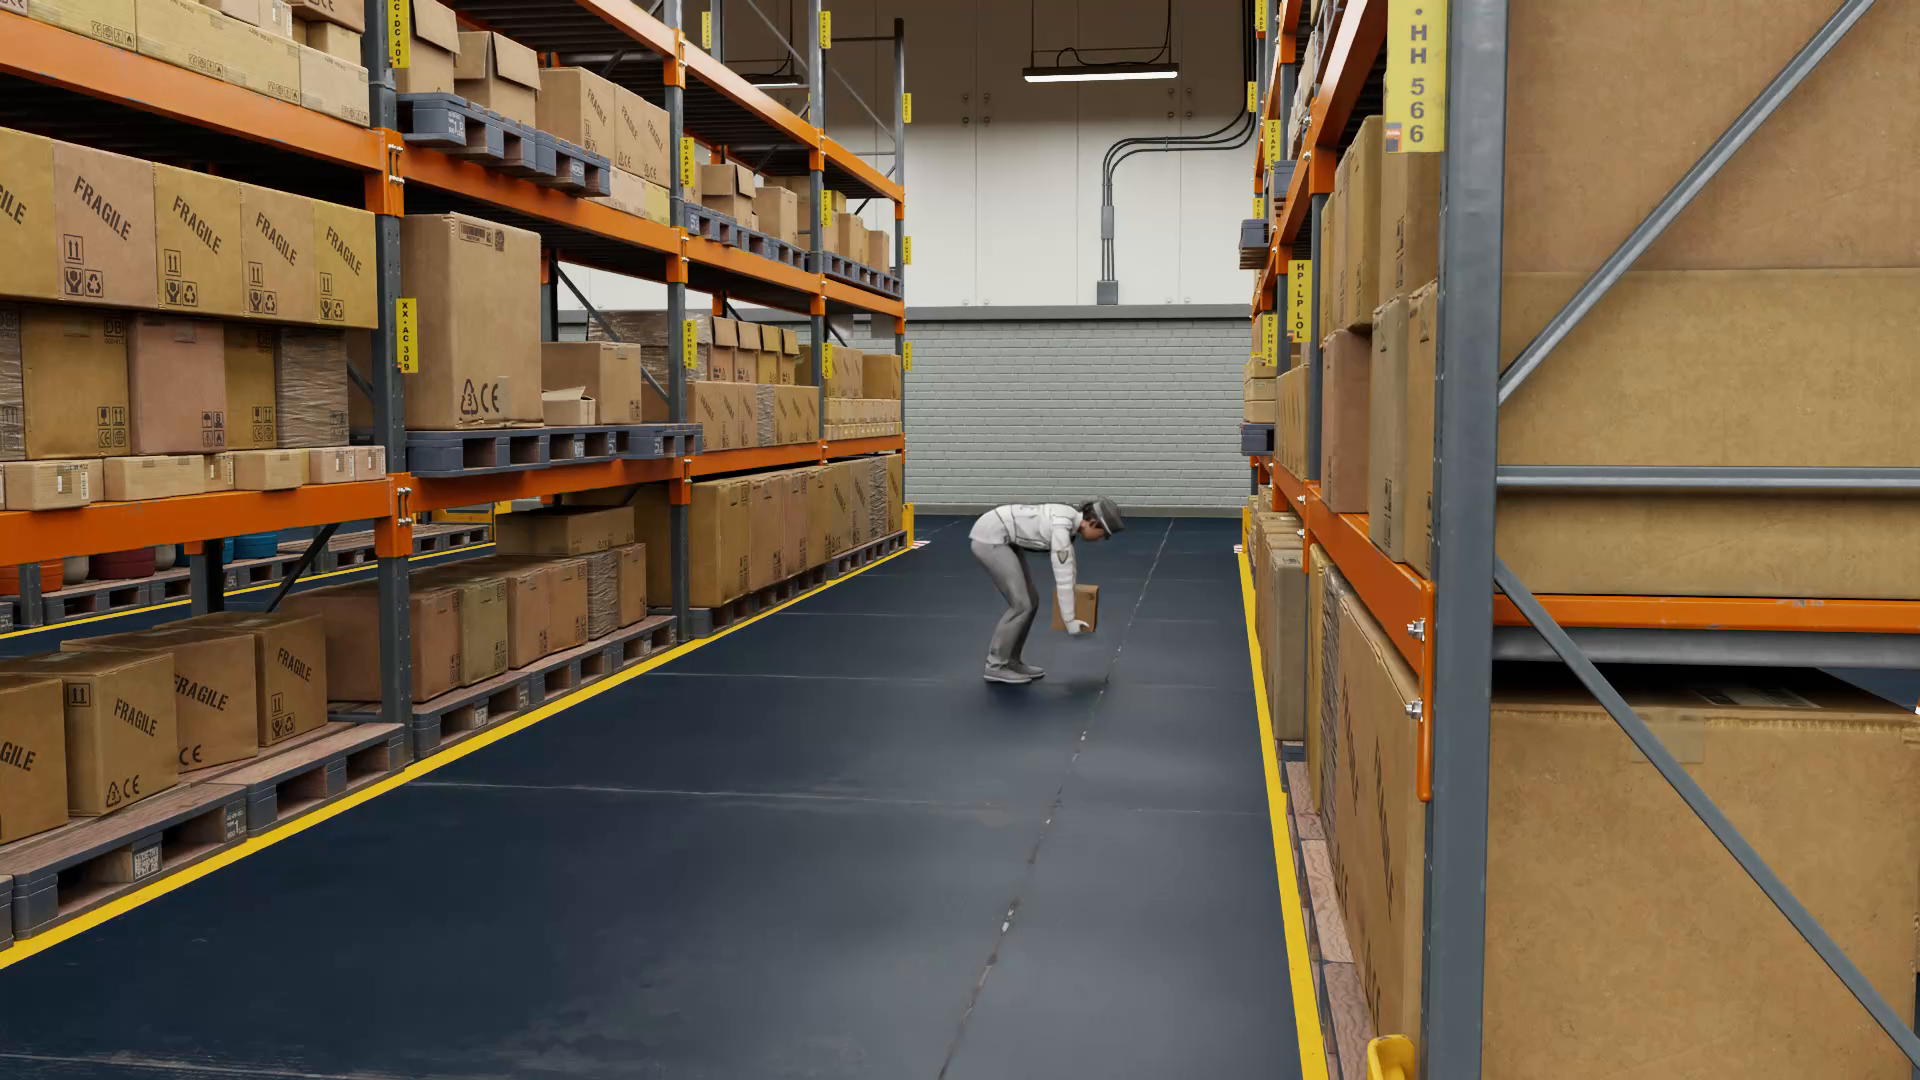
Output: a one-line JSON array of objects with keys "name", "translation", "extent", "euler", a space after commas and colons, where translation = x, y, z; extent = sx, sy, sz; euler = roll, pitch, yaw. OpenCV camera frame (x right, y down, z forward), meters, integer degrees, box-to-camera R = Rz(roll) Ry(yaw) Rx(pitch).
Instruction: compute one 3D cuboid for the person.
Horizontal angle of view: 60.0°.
[{"name": "person", "translation": [0.515, 0.285, 9.845], "extent": [0.926, 1.108, 0.415], "euler": [1, 5, 7]}]
